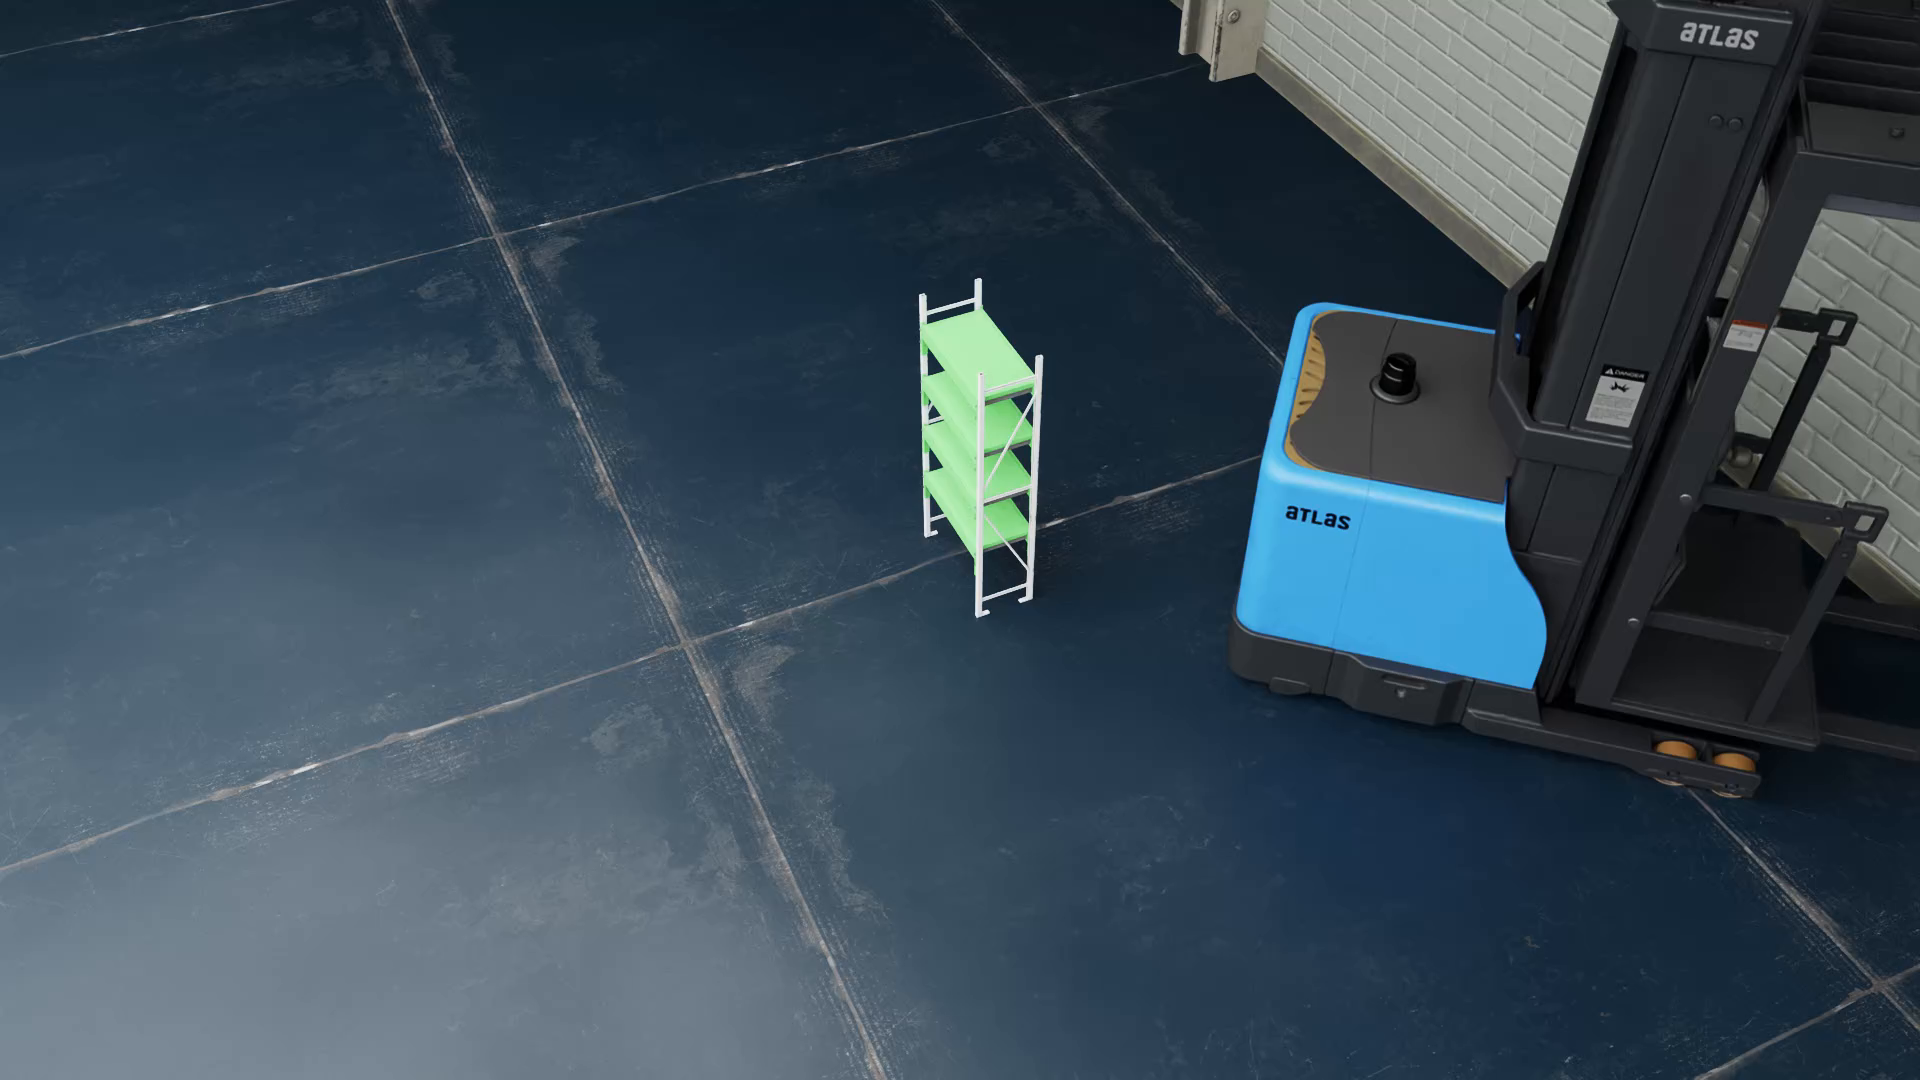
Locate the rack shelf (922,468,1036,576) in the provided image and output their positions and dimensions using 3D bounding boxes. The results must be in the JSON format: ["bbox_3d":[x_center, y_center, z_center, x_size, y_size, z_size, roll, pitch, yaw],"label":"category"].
[{"bbox_3d":[0.070,-0.105,6.435,0.258,0.148,0.480,-18,47,-17],"label":"rack shelf"}]

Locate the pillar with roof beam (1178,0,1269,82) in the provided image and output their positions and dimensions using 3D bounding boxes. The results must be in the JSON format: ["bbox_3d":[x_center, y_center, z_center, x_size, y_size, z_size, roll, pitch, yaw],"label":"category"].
[{"bbox_3d":[-2.423,-4.679,5.085,9.100,9.000,0.400,-18,47,-17],"label":"pillar with roof beam"}]

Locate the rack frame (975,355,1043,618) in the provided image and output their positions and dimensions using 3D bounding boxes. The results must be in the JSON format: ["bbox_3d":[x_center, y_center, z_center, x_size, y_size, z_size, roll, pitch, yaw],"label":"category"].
[{"bbox_3d":[0.172,-0.166,6.064,0.240,1.200,0.015,-18,47,-17],"label":"rack frame"}]

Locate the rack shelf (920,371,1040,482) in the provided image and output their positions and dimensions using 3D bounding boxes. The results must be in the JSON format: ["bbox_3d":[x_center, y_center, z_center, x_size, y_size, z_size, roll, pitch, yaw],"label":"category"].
[{"bbox_3d":[0.070,-0.447,6.098,0.258,0.148,0.480,-18,47,-17],"label":"rack shelf"}]

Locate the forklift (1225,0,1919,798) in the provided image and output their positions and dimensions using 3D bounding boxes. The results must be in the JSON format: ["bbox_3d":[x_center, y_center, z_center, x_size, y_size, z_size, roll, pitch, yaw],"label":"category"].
[{"bbox_3d":[2.564,-0.558,5.229,3.031,2.935,1.130,11,46,11],"label":"forklift"}]

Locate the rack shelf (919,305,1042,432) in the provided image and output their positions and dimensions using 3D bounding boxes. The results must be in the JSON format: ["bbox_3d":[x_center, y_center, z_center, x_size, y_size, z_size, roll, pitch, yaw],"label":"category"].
[{"bbox_3d":[0.070,-0.618,5.929,0.258,0.148,0.480,-18,47,-17],"label":"rack shelf"}]

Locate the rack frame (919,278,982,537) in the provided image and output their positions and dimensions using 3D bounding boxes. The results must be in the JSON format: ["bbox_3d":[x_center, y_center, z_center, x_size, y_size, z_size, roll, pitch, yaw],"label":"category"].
[{"bbox_3d":[-0.033,-0.477,6.379,0.240,1.200,0.015,-18,47,-17],"label":"rack frame"}]

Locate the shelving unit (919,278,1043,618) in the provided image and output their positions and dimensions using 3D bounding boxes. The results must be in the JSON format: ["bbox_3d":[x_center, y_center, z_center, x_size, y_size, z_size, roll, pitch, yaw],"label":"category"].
[{"bbox_3d":[0.070,-0.322,6.222,0.258,1.200,0.503,-18,47,-17],"label":"shelving unit"}]

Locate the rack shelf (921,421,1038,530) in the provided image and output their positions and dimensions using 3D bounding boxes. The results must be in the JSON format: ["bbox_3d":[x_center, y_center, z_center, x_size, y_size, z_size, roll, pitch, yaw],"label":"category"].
[{"bbox_3d":[0.070,-0.276,6.267,0.258,0.148,0.480,-18,47,-17],"label":"rack shelf"}]
